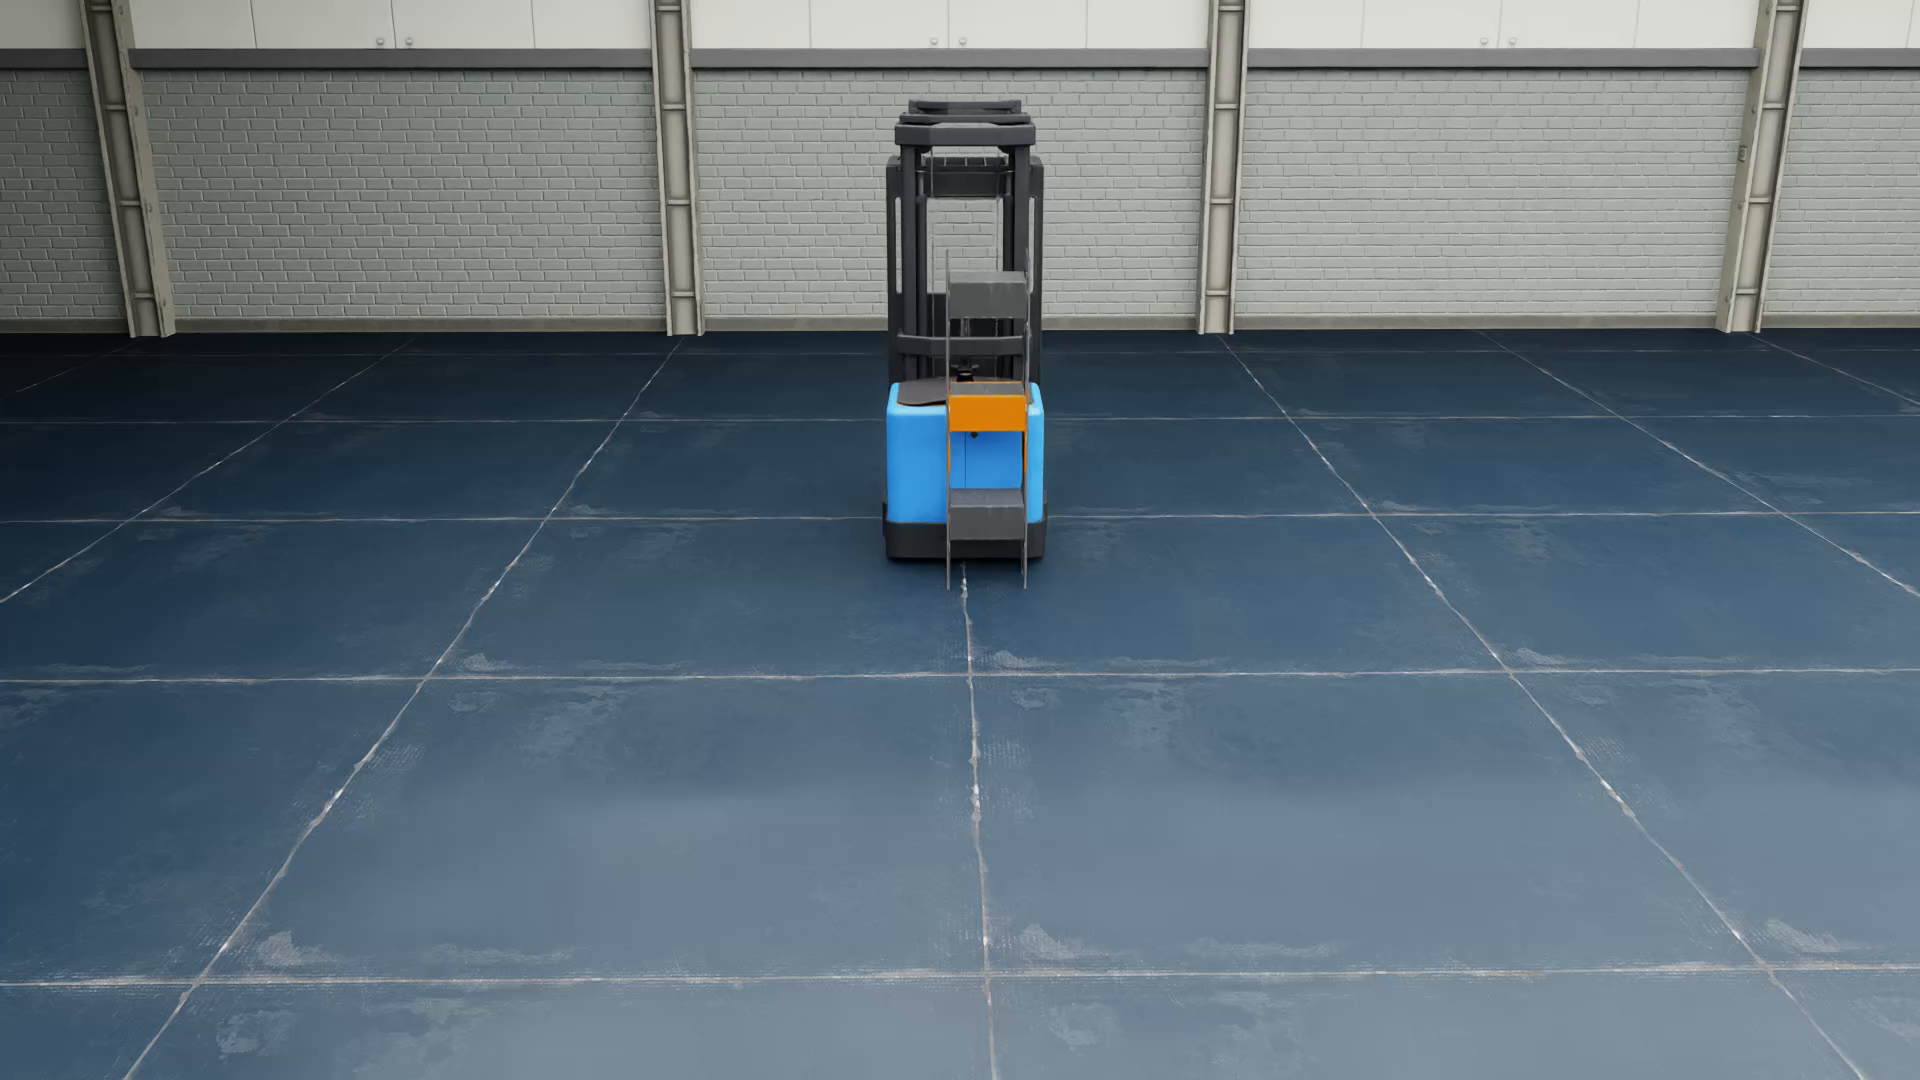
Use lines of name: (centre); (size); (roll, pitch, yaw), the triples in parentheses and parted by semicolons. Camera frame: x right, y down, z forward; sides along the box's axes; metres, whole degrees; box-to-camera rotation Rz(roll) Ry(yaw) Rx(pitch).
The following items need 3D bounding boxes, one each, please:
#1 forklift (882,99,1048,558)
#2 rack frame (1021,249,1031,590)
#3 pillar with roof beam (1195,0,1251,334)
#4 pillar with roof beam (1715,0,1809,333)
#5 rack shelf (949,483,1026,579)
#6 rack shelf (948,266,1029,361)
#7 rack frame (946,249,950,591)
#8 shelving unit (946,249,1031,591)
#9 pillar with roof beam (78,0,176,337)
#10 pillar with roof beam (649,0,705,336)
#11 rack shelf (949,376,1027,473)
forklift: (0.033, -1.672, 11.962); (1.130, 2.935, 3.031); (0, 18, 0)
rack frame: (0.411, -0.742, 10.422); (0.015, 2.100, 0.400); (0, 18, -1)
pillar with roof beam: (2.964, -5.345, 13.479); (0.400, 9.000, 9.100); (0, 18, -1)
pillar with roof beam: (8.963, -5.374, 13.569); (0.400, 9.000, 9.100); (0, 18, -1)
rack shelf: (0.167, -0.061, 10.637); (0.480, 0.518, 0.431); (0, 18, -1)
rack shelf: (0.167, -1.394, 10.209); (0.480, 0.518, 0.431); (0, 18, -1)
rack frame: (-0.077, -0.739, 10.415); (0.015, 2.100, 0.400); (0, 18, -1)
shelving unit: (0.167, -0.741, 10.419); (0.503, 2.100, 0.431); (0, 18, -1)
pillar with roof beam: (-9.034, -5.288, 13.299); (0.400, 9.000, 9.100); (0, 18, -1)
pillar with roof beam: (-3.035, -5.317, 13.389); (0.400, 9.000, 9.100); (0, 18, -1)
rack shelf: (0.167, -0.728, 10.423); (0.480, 0.518, 0.431); (0, 18, -1)
